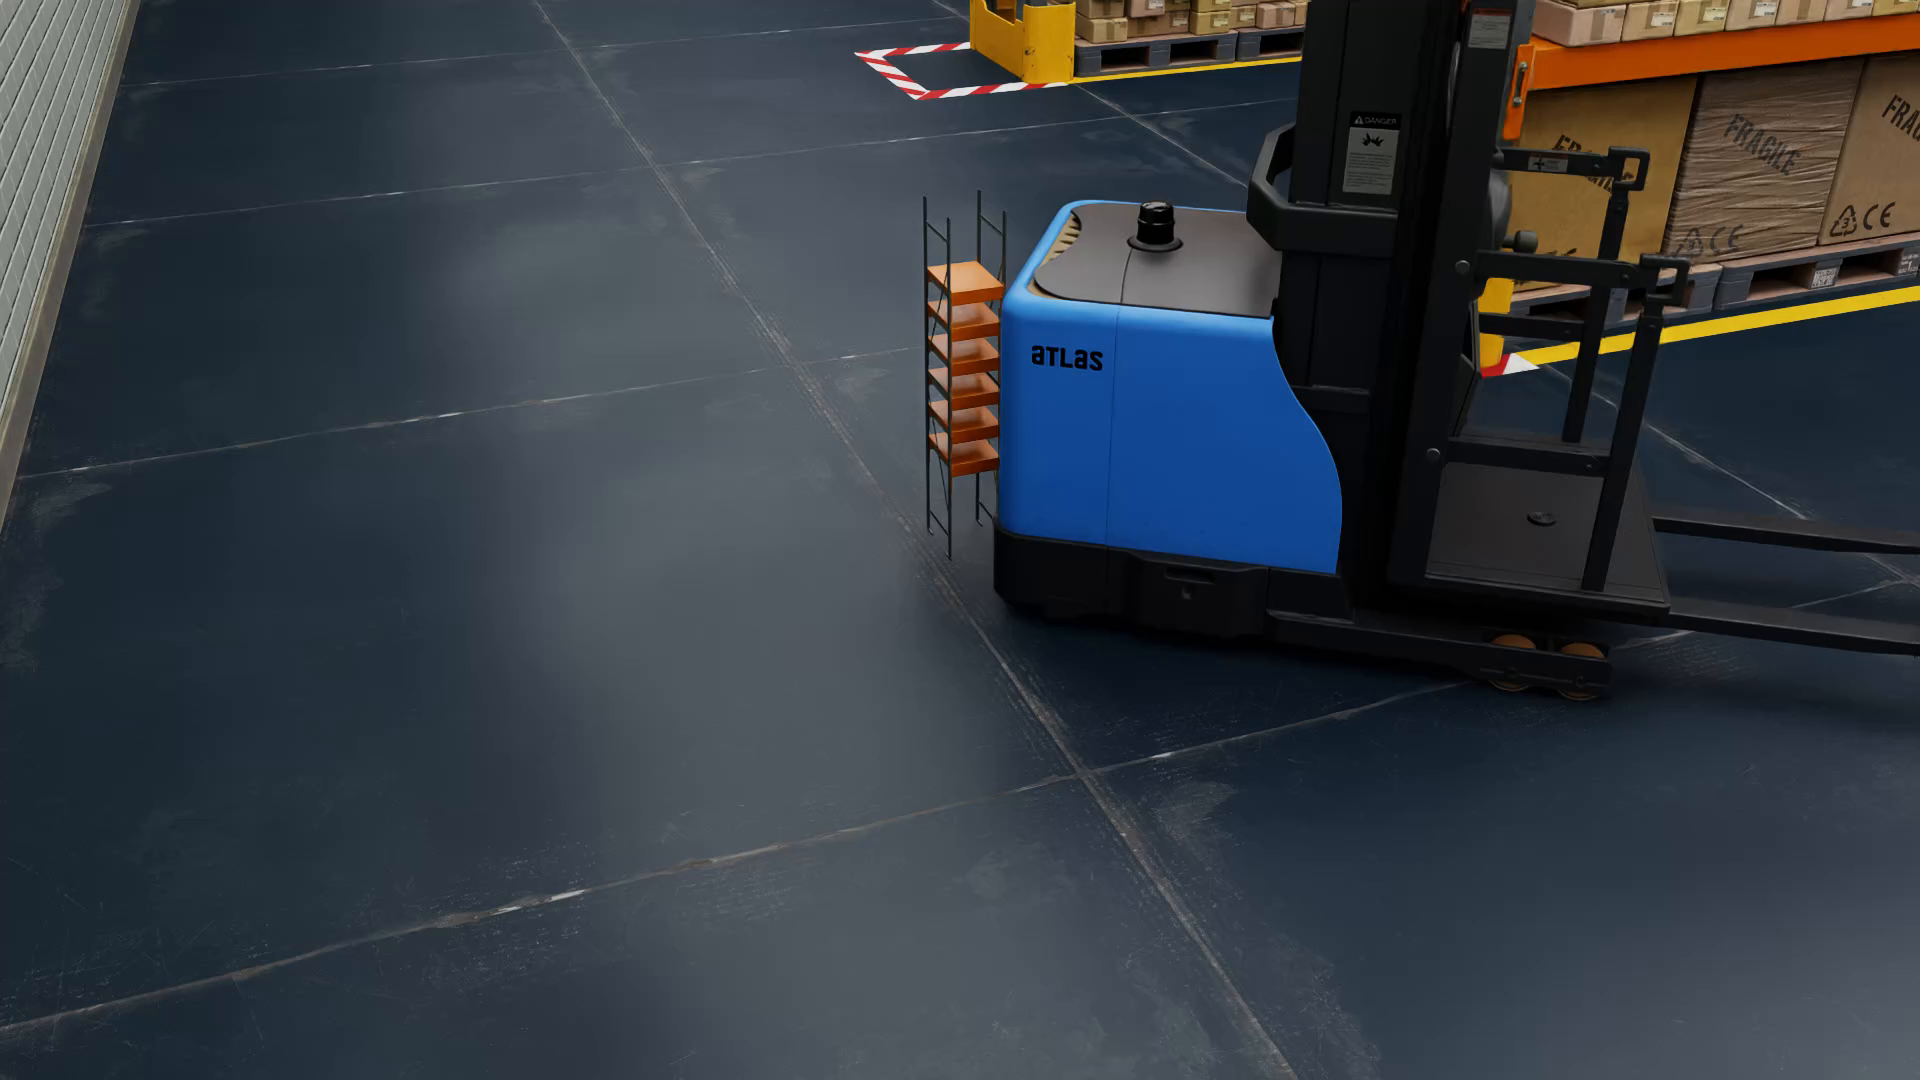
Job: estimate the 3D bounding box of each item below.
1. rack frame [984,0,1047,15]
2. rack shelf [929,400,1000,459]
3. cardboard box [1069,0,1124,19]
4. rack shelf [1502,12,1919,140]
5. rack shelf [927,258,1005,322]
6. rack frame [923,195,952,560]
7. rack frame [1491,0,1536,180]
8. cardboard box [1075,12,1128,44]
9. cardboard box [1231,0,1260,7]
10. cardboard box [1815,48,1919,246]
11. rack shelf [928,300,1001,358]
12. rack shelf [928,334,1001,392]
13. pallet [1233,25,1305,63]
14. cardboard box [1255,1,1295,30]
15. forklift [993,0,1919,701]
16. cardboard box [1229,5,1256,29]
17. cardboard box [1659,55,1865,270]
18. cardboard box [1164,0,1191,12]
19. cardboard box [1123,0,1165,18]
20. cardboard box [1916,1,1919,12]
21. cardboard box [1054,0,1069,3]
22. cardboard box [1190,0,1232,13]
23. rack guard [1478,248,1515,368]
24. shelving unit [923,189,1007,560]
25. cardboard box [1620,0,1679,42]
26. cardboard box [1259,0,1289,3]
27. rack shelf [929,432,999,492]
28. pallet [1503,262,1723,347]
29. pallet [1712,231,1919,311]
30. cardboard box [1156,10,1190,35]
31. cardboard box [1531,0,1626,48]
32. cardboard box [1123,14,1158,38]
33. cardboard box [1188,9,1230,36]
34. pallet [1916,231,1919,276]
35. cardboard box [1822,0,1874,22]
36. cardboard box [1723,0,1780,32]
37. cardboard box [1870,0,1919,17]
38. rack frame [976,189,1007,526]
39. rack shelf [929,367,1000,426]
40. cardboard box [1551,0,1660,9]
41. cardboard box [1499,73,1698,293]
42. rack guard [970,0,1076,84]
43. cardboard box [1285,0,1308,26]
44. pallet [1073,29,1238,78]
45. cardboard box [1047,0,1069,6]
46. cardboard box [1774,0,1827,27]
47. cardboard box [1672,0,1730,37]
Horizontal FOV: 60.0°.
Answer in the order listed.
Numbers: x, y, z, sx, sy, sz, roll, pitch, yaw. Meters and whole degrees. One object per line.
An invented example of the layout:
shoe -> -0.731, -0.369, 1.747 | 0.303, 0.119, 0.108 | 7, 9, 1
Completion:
rack frame -> 0.345, -4.616, 10.822 | 0.127, 3.000, 1.000 | -10, 31, -18
rack shelf -> 0.014, -0.381, 5.539 | 0.180, 0.103, 0.258 | -10, 31, -18
cardboard box -> 0.926, -3.660, 11.300 | 0.250, 0.149, 0.380 | -9, 31, -16
rack shelf -> 3.854, -2.330, 7.536 | 4.000, 0.370, 1.077 | -10, 31, -18
rack shelf -> 0.014, -0.798, 5.301 | 0.180, 0.103, 0.258 | -10, 31, -18
rack frame -> -0.072, -0.508, 5.430 | 0.006, 1.200, 0.240 | -10, 31, -18
rack frame -> 1.980, -2.297, 6.752 | 0.127, 3.000, 1.000 | -10, 31, -18
cardboard box -> 0.948, -3.502, 11.322 | 0.250, 0.149, 0.380 | -10, 31, -17
cardboard box -> 1.894, -3.849, 11.630 | 0.250, 0.149, 0.380 | -12, 32, -20
cardboard box -> 4.239, -2.015, 7.979 | 0.875, 0.875, 0.875 | -10, 31, -18
rack shelf -> 0.014, -0.694, 5.361 | 0.180, 0.103, 0.258 | -10, 31, -18
rack shelf -> 0.014, -0.589, 5.420 | 0.180, 0.103, 0.258 | -10, 31, -18
pallet -> 2.332, -3.750, 12.119 | 1.213, 0.211, 1.003 | -10, 31, -18
cardboard box -> 2.142, -3.715, 11.696 | 0.250, 0.149, 0.380 | -12, 32, -20
forklift -> 1.682, -1.090, 4.703 | 3.031, 2.935, 1.130 | 7, 30, 12
cardboard box -> 1.879, -3.712, 11.692 | 0.250, 0.149, 0.380 | -10, 31, -18
cardboard box -> 3.405, -1.861, 7.709 | 0.875, 0.875, 0.875 | -10, 31, -18
cardboard box -> 1.401, -3.765, 11.483 | 0.250, 0.149, 0.380 | -10, 31, -17
cardboard box -> 1.202, -3.681, 11.337 | 0.250, 0.149, 0.380 | -11, 31, -18
cardboard box -> 4.114, -2.409, 7.201 | 0.250, 0.149, 0.380 | -10, 31, -17
cardboard box -> 0.740, -3.912, 11.742 | 0.250, 0.149, 0.380 | -11, 32, -19
cardboard box -> 1.679, -3.759, 11.472 | 0.250, 0.149, 0.380 | -9, 31, -16
rack guard -> 1.957, -1.207, 7.364 | 0.348, 0.500, 1.175 | -10, 31, -18
shelving unit -> 0.014, -0.524, 5.457 | 0.189, 1.200, 0.258 | -10, 31, -18
cardboard box -> 2.668, -2.141, 6.732 | 0.250, 0.149, 0.380 | -11, 31, -18
cardboard box -> 2.134, -3.915, 11.746 | 0.250, 0.149, 0.380 | -9, 31, -15
rack shelf -> 0.014, -0.277, 5.598 | 0.180, 0.103, 0.258 | -10, 31, -18
pallet -> 2.702, -1.260, 7.748 | 1.213, 0.211, 1.003 | -10, 31, -18
pallet -> 3.844, -1.469, 8.115 | 1.213, 0.211, 1.003 | -10, 31, -18
cardboard box -> 1.395, -3.631, 11.549 | 0.250, 0.149, 0.380 | -10, 31, -17
cardboard box -> 2.428, -2.096, 6.653 | 0.250, 0.149, 0.380 | -10, 31, -17
cardboard box -> 1.165, -3.585, 11.468 | 0.250, 0.149, 0.380 | -11, 31, -18
cardboard box -> 1.673, -3.624, 11.537 | 0.250, 0.149, 0.380 | -10, 31, -17
pallet -> 4.989, -1.681, 8.488 | 1.213, 0.211, 1.003 | -10, 31, -18
cardboard box -> 3.632, -2.319, 7.045 | 0.250, 0.149, 0.380 | -11, 31, -18
cardboard box -> 3.152, -2.231, 6.890 | 0.250, 0.149, 0.380 | -11, 31, -18
cardboard box -> 3.869, -2.362, 7.120 | 0.250, 0.149, 0.380 | -11, 32, -19
rack frame -> 0.099, -0.540, 5.485 | 0.006, 1.200, 0.240 | -10, 31, -18
rack shelf -> 0.014, -0.485, 5.479 | 0.180, 0.103, 0.258 | -10, 31, -18
cardboard box -> 2.524, -2.319, 6.641 | 0.500, 0.250, 0.500 | -11, 32, -19
cardboard box -> 2.552, -1.704, 7.433 | 0.875, 0.875, 0.875 | -10, 31, -18
rack guard -> 0.416, -3.543, 11.464 | 0.348, 0.500, 1.175 | -10, 31, -18
cardboard box -> 2.393, -3.775, 11.801 | 0.250, 0.149, 0.380 | -10, 31, -18
pallet -> 1.190, -3.541, 11.753 | 1.213, 0.211, 1.003 | -10, 31, -18
cardboard box -> 0.766, -3.747, 11.753 | 0.250, 0.149, 0.380 | -10, 31, -17
cardboard box -> 3.390, -2.275, 6.966 | 0.250, 0.149, 0.380 | -11, 31, -19
cardboard box -> 2.908, -2.186, 6.810 | 0.250, 0.149, 0.380 | -11, 32, -19
